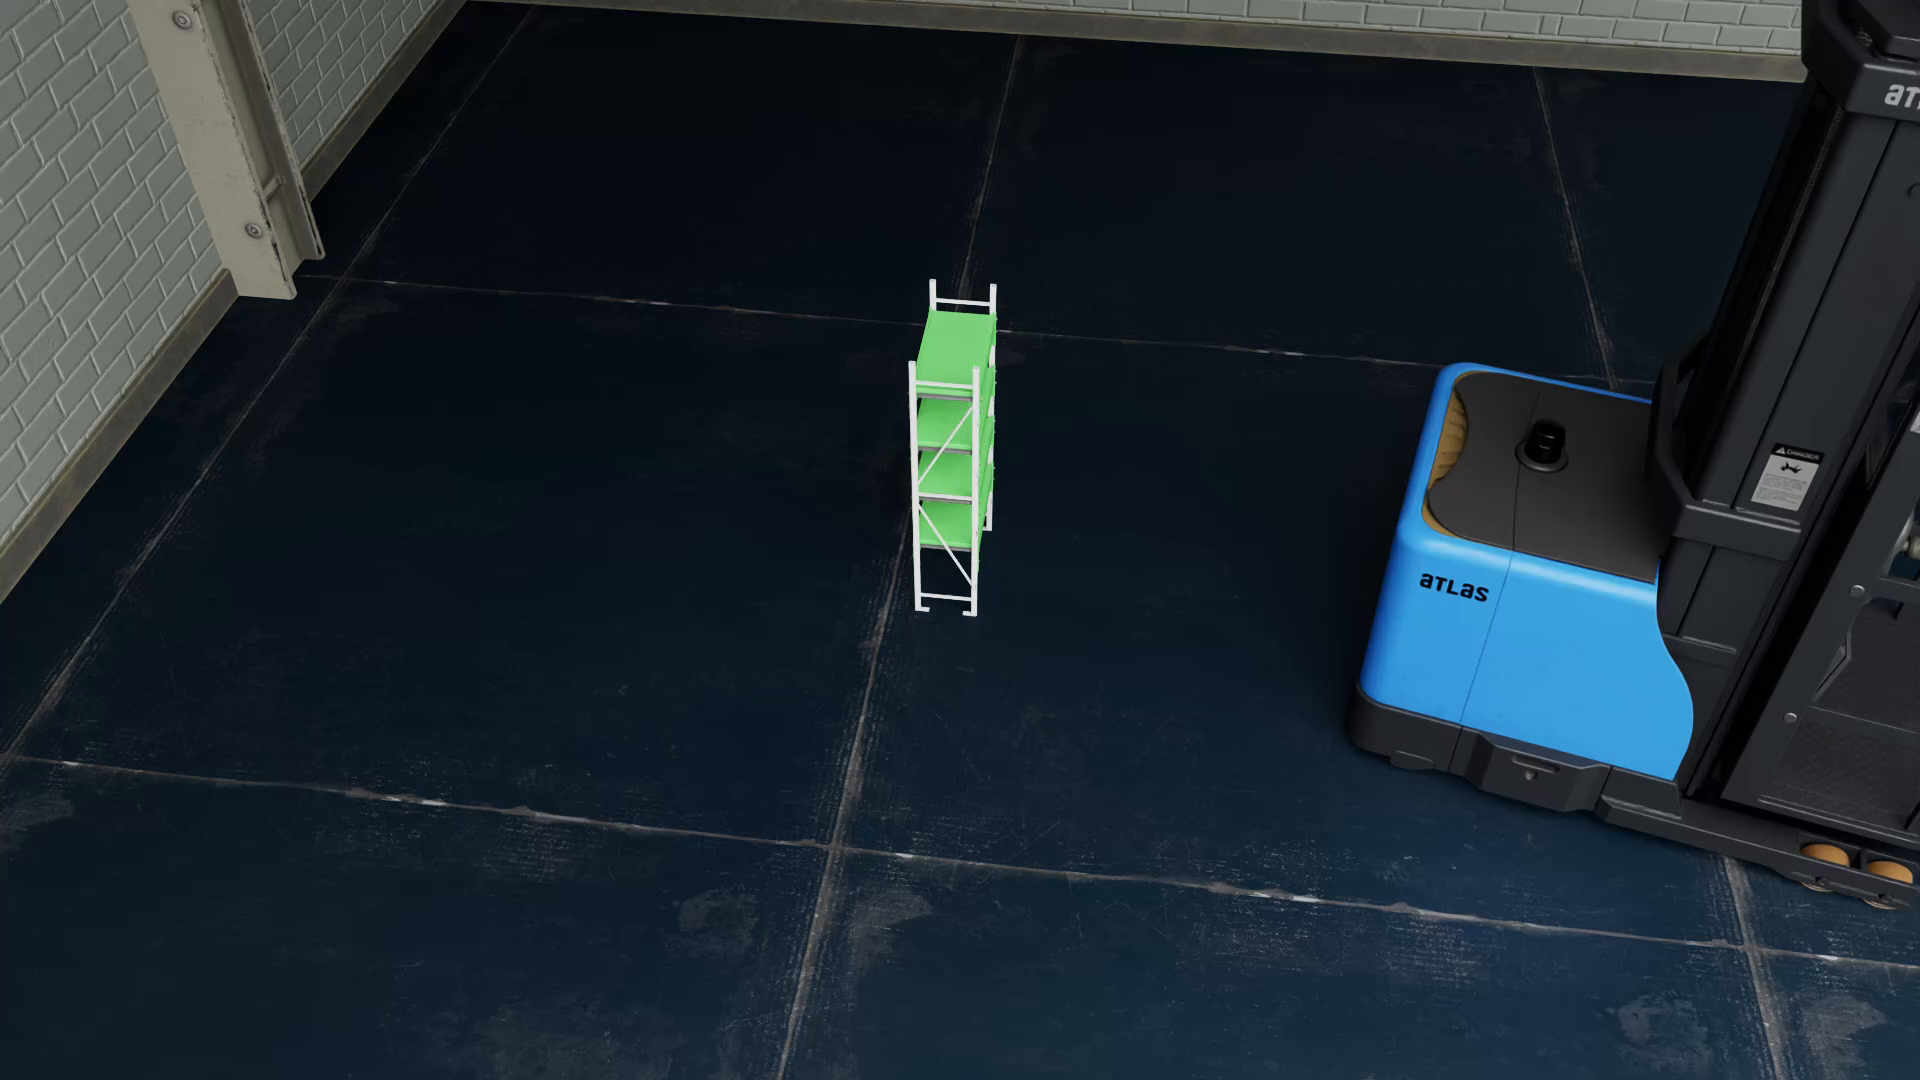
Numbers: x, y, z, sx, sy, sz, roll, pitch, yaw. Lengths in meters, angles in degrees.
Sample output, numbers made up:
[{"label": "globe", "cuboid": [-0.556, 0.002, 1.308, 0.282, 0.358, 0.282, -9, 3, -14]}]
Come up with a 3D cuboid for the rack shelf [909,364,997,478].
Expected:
[{"label": "rack shelf", "cuboid": [-0.022, -0.451, 6.097, 0.258, 0.148, 0.480, 5, 44, 6]}]

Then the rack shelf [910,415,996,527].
[{"label": "rack shelf", "cuboid": [-0.022, -0.276, 6.262, 0.258, 0.148, 0.480, 5, 44, 6]}]

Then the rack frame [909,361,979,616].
[{"label": "rack frame", "cuboid": [-0.054, -0.157, 6.043, 0.240, 1.200, 0.015, 5, 44, 6]}]

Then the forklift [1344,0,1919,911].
[{"label": "forklift", "cuboid": [2.944, -0.267, 4.901, 3.031, 2.935, 1.130, 14, 45, 15]}]

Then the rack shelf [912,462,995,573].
[{"label": "rack shelf", "cuboid": [-0.022, -0.102, 6.427, 0.258, 0.148, 0.480, 5, 44, 6]}]

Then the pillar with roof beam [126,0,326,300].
[{"label": "pillar with roof beam", "cuboid": [0.944, -4.177, 4.616, 9.100, 9.000, 0.400, 5, 44, 6]}]

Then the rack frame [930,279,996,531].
[{"label": "rack frame", "cuboid": [0.010, -0.489, 6.394, 0.240, 1.200, 0.015, 5, 44, 6]}]

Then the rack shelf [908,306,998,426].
[{"label": "rack shelf", "cuboid": [-0.022, -0.625, 5.932, 0.258, 0.148, 0.480, 5, 44, 6]}]

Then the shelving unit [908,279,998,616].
[{"label": "shelving unit", "cuboid": [-0.022, -0.323, 6.218, 0.258, 1.200, 0.503, 5, 44, 6]}]
